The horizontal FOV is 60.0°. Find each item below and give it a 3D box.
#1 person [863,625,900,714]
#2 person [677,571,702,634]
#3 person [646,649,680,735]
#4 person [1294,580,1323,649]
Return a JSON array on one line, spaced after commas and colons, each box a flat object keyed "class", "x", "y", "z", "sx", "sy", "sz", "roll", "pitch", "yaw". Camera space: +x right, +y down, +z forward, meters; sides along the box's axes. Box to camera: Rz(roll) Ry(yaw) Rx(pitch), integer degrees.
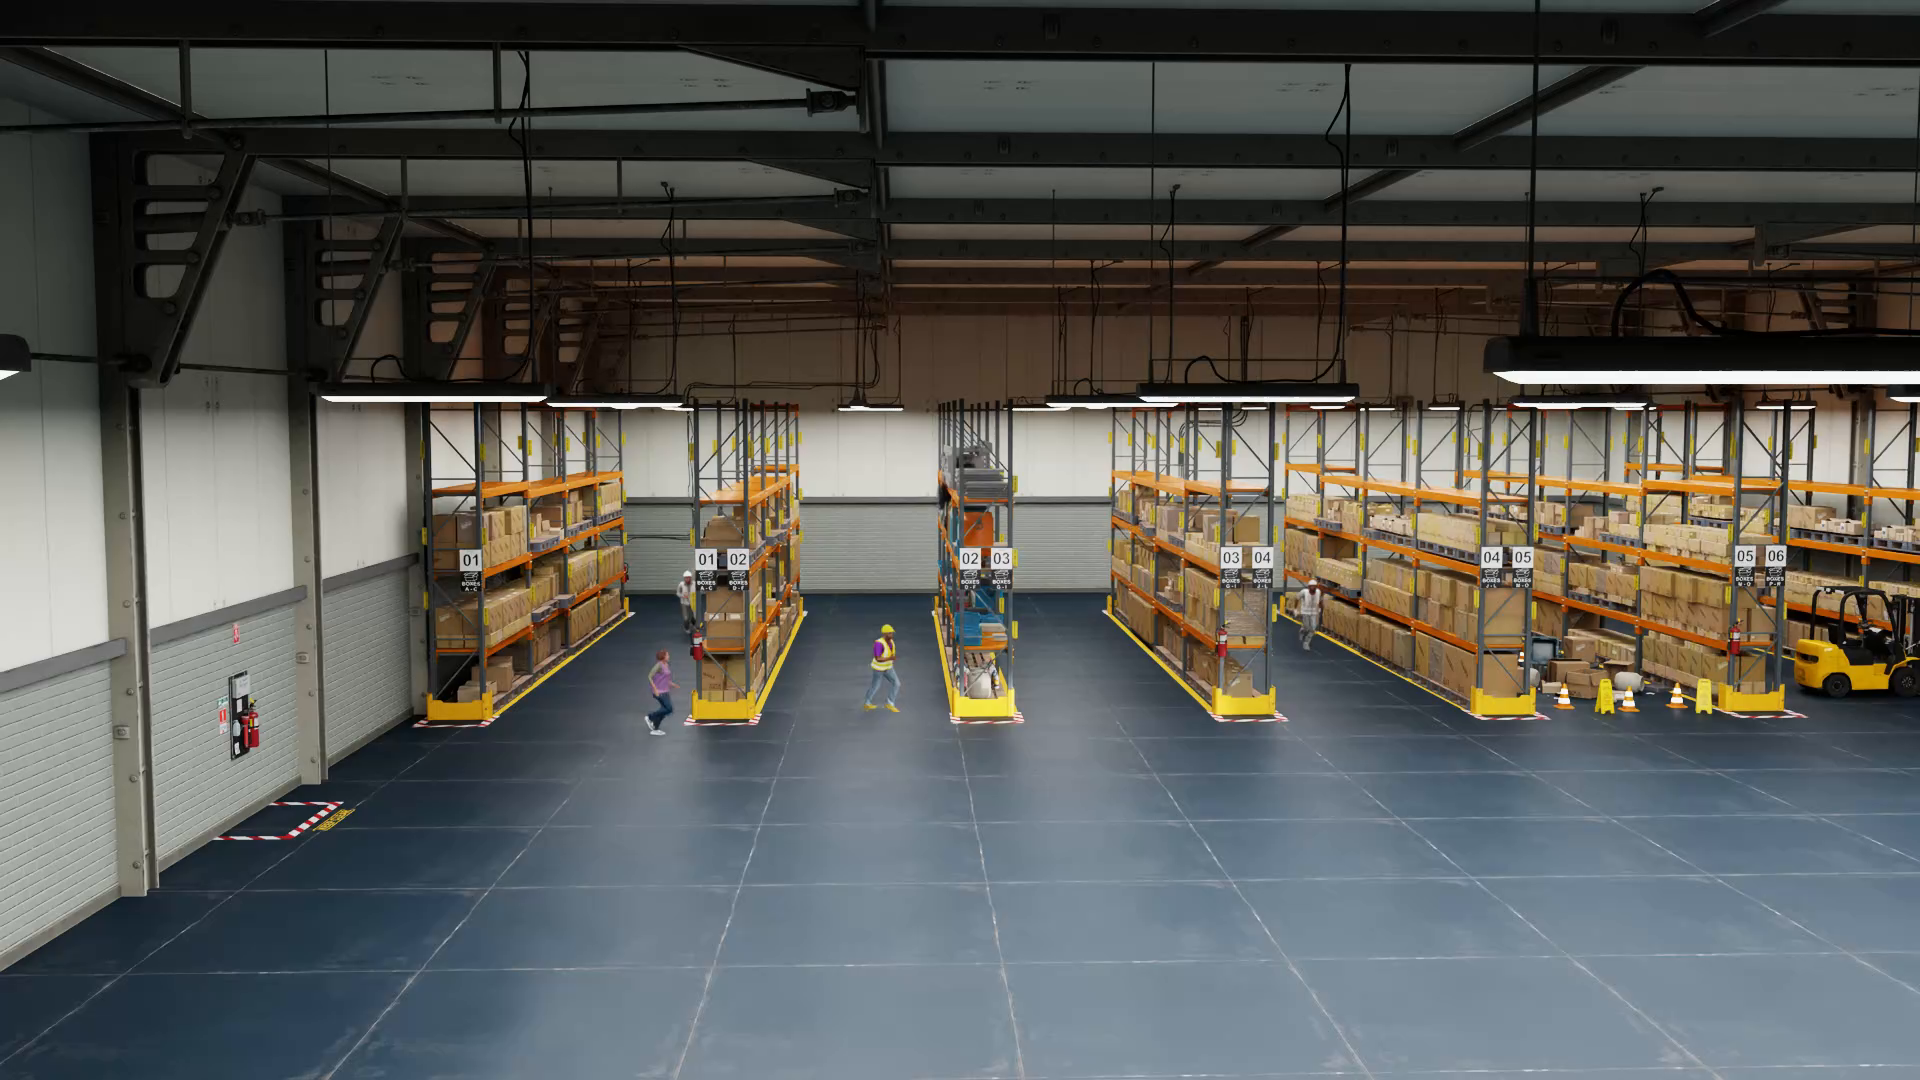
[{"class": "person", "x": -1.476, "y": 2.453, "z": 31.676, "sx": 0.968, "sy": 1.712, "sz": 0.644, "roll": 4, "pitch": 6, "yaw": 43}, {"class": "person", "x": -7.005, "y": 1.625, "z": 43.021, "sx": 0.657, "sy": 1.667, "sz": 0.836, "roll": -1, "pitch": 4, "yaw": -14}, {"class": "person", "x": -5.289, "y": 2.706, "z": 29.546, "sx": 0.572, "sy": 1.545, "sz": 0.532, "roll": 1, "pitch": 4, "yaw": 13}, {"class": "person", "x": 8.490, "y": 1.799, "z": 40.484, "sx": 0.668, "sy": 1.709, "sz": 0.699, "roll": -1, "pitch": 5, "yaw": -17}]
